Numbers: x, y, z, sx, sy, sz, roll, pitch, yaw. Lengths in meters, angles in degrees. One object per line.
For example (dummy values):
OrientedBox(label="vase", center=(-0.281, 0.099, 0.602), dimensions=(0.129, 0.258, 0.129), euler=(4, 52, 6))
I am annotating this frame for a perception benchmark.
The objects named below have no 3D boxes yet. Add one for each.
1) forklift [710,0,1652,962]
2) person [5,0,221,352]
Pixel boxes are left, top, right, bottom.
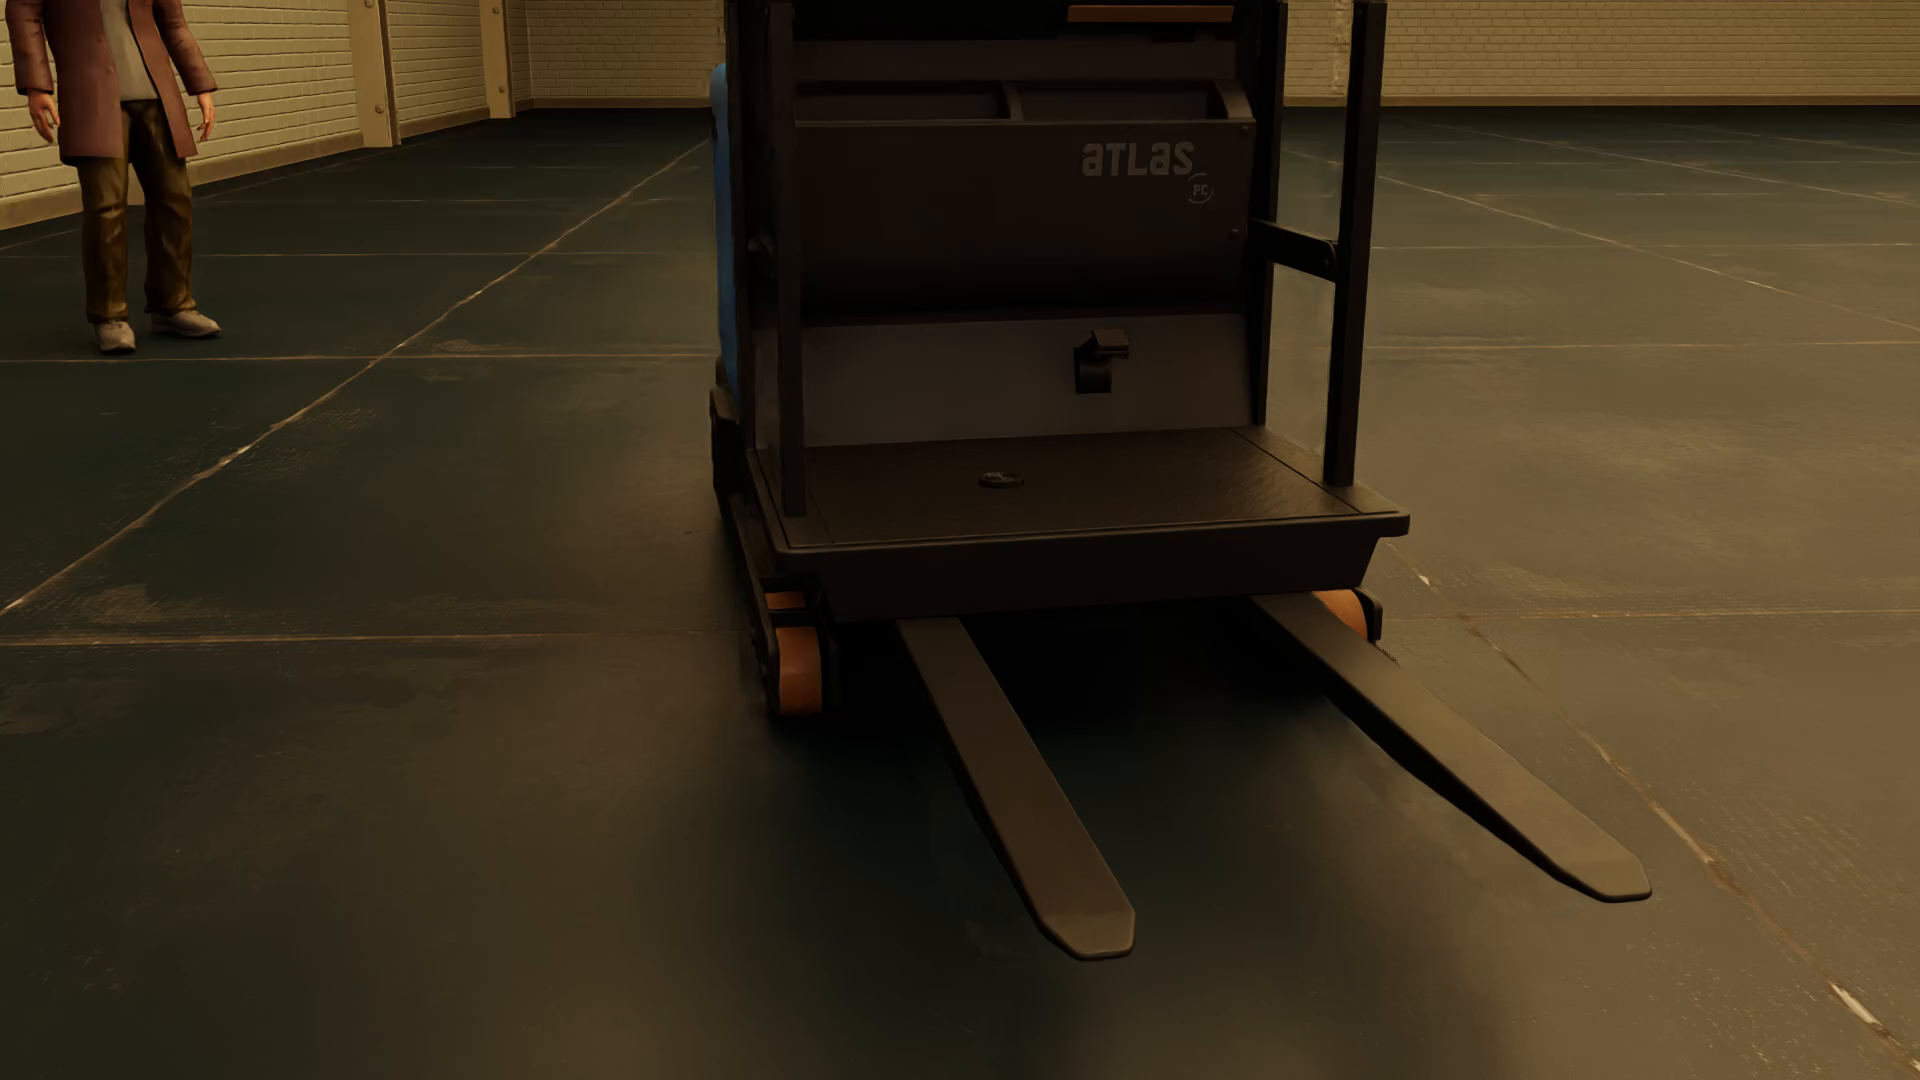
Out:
OrientedBox(label="forklift", center=(0.148, -1.207, 2.852), dimensions=(1.130, 2.935, 3.031), euler=(-3, 17, -11))
OrientedBox(label="person", center=(-3.111, -1.641, 6.242), dimensions=(0.520, 1.780, 0.721), euler=(14, 22, 38))
